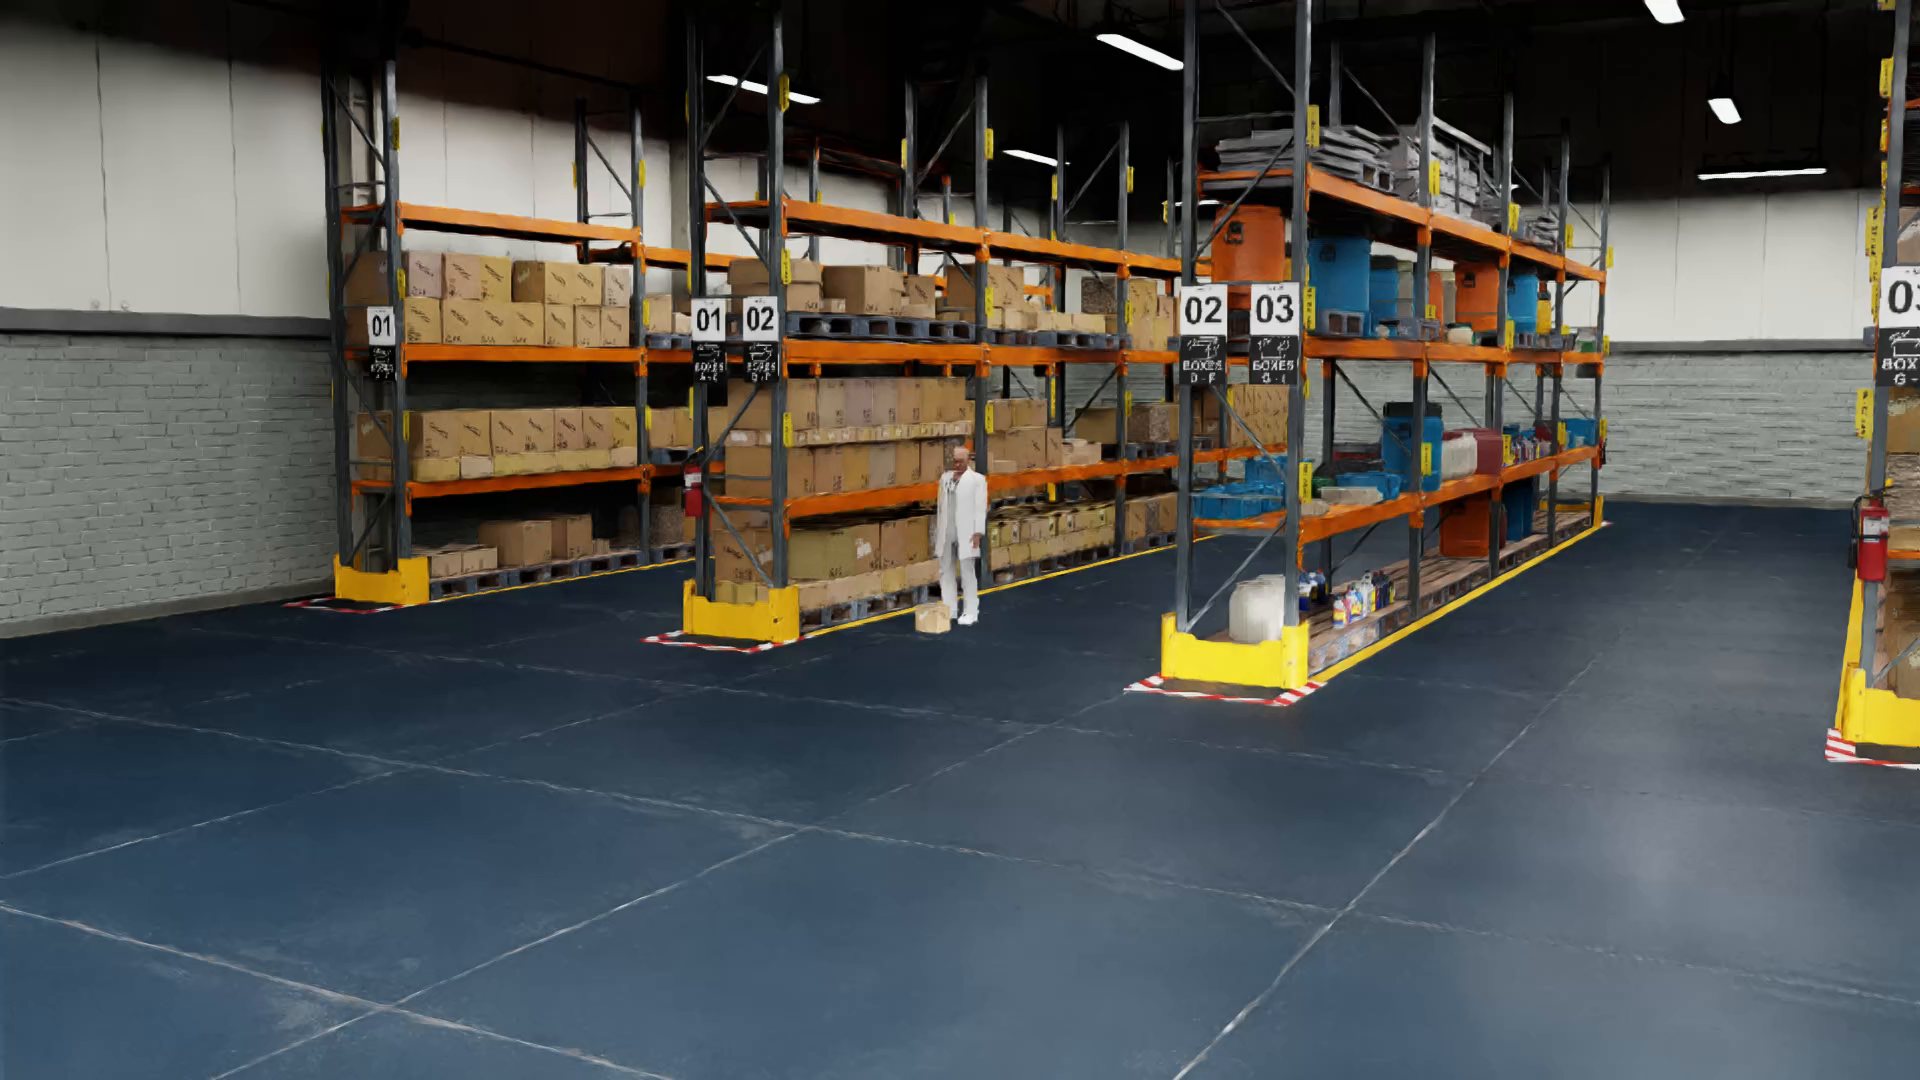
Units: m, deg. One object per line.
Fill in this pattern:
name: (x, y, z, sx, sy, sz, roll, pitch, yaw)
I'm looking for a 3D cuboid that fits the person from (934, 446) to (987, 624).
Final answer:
person: (-0.004, -0.055, 16.648, 0.562, 1.774, 0.378, 3, 7, 30)
